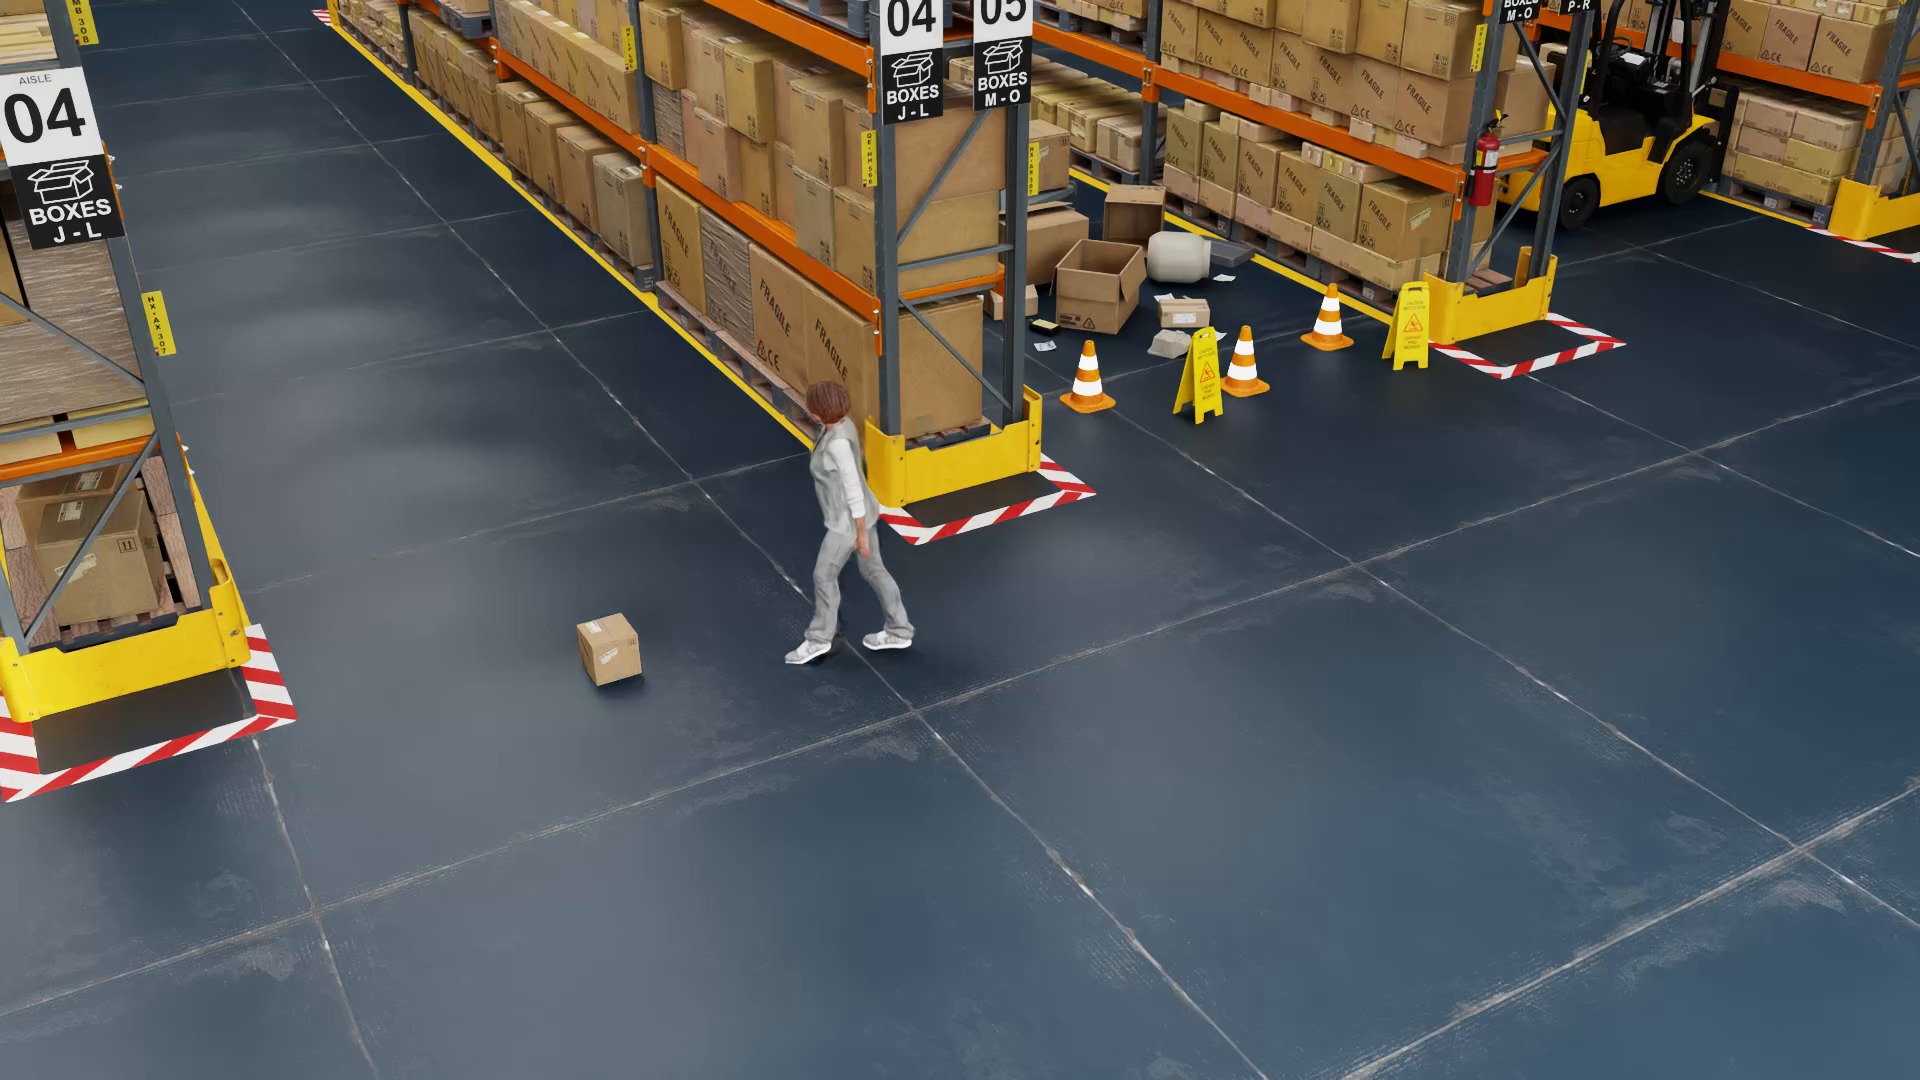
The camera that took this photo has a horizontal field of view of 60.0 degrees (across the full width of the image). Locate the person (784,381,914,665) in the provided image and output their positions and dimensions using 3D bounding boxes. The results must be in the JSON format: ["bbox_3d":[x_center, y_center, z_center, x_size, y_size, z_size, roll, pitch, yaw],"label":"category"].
[{"bbox_3d":[-0.591,-0.094,8.736,0.694,1.600,0.442,3,30,5],"label":"person"}]
